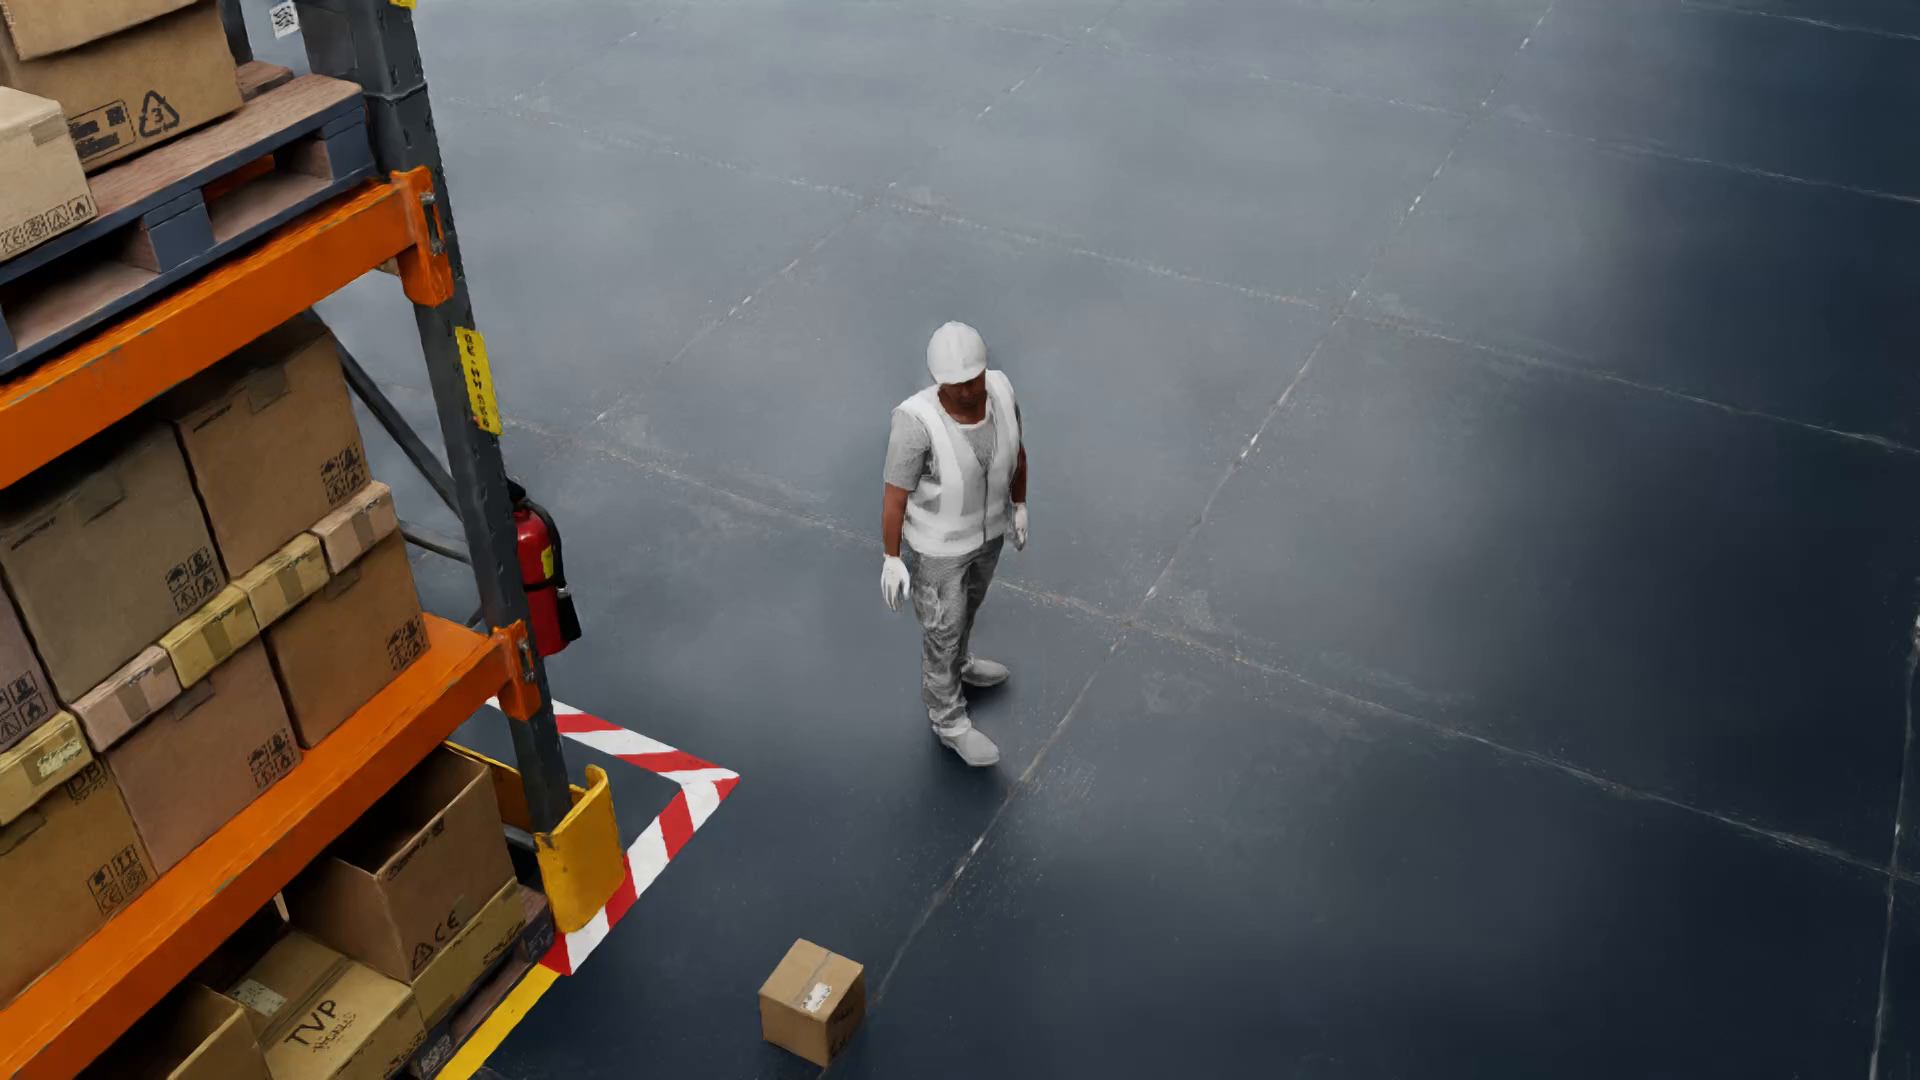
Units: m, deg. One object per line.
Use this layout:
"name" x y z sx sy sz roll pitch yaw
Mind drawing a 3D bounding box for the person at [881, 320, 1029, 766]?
"person" 0.014 0.016 6.073 0.690 1.784 0.581 -31 47 -34
